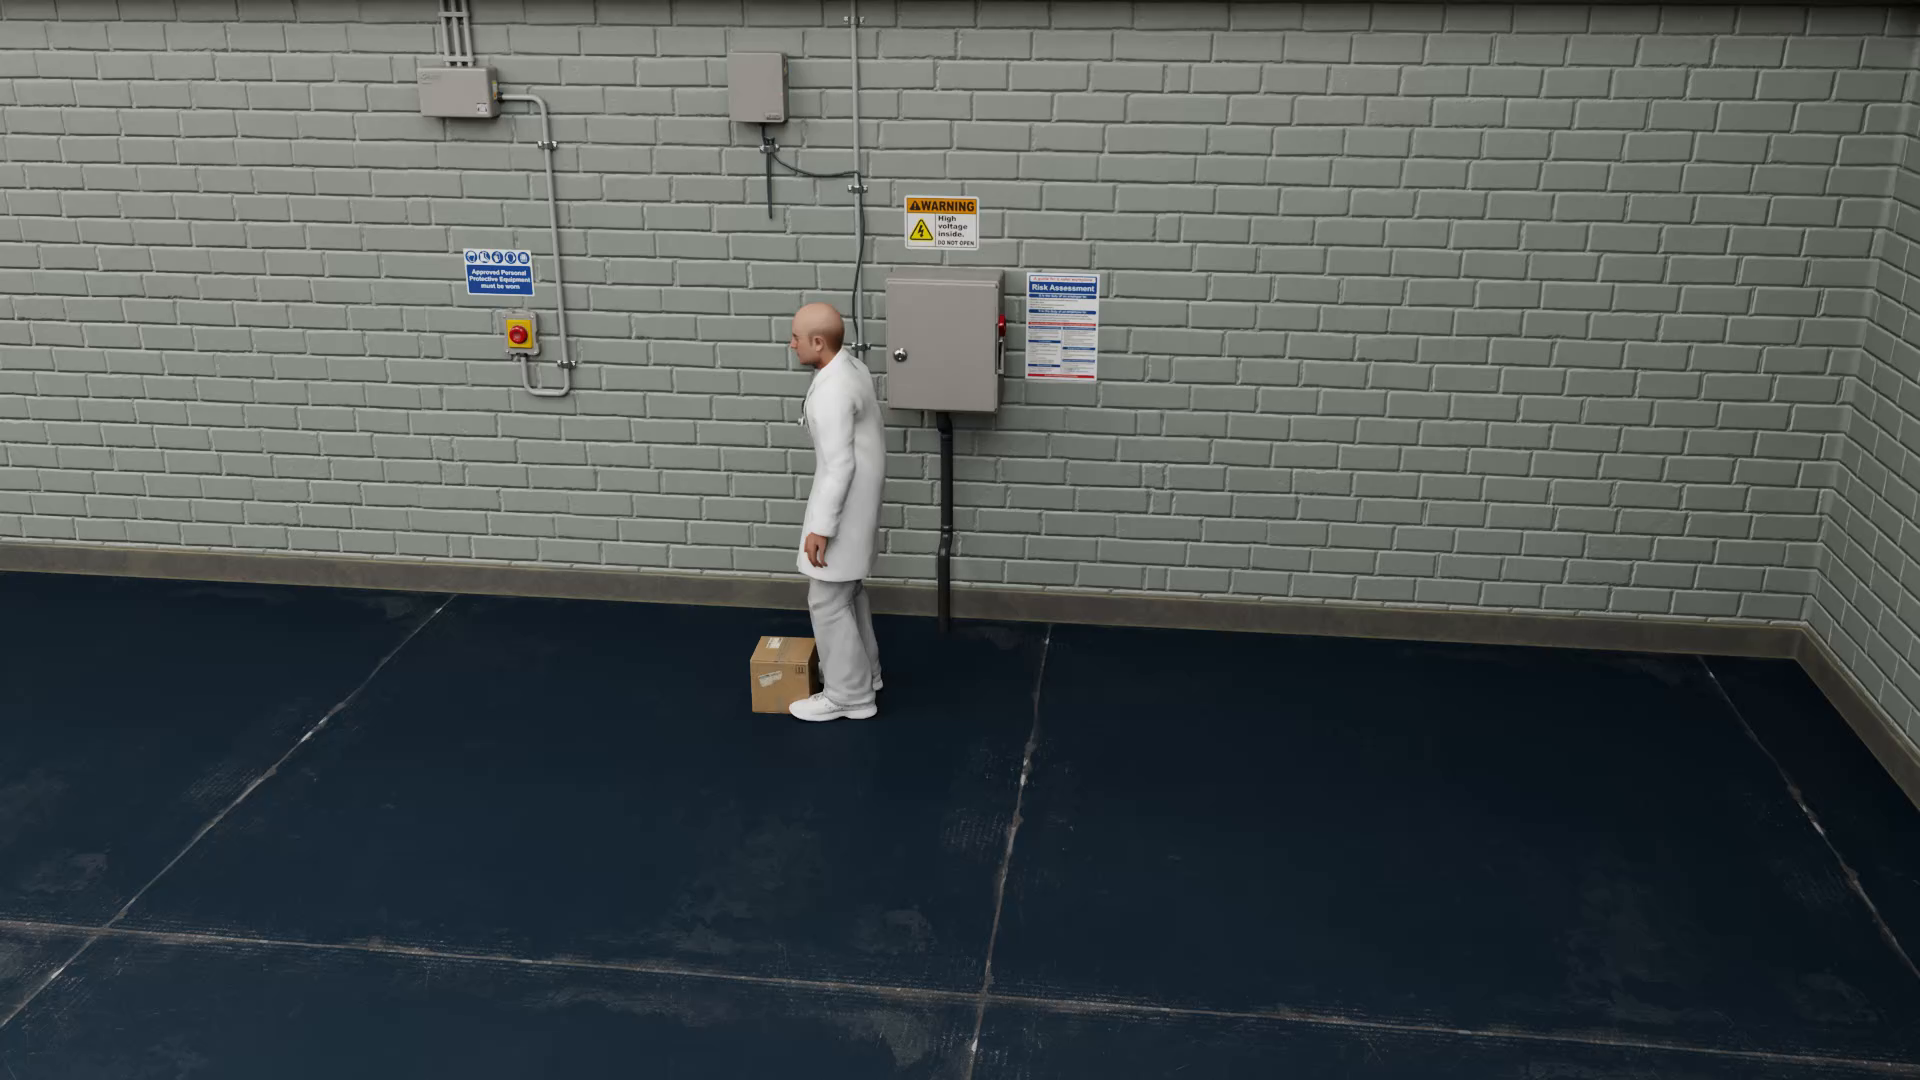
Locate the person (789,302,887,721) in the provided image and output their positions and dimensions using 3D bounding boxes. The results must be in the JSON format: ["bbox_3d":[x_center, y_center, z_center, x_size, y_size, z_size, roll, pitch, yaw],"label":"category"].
[{"bbox_3d":[-0.510,-0.115,6.903,0.417,1.774,0.656,2,21,4],"label":"person"}]
